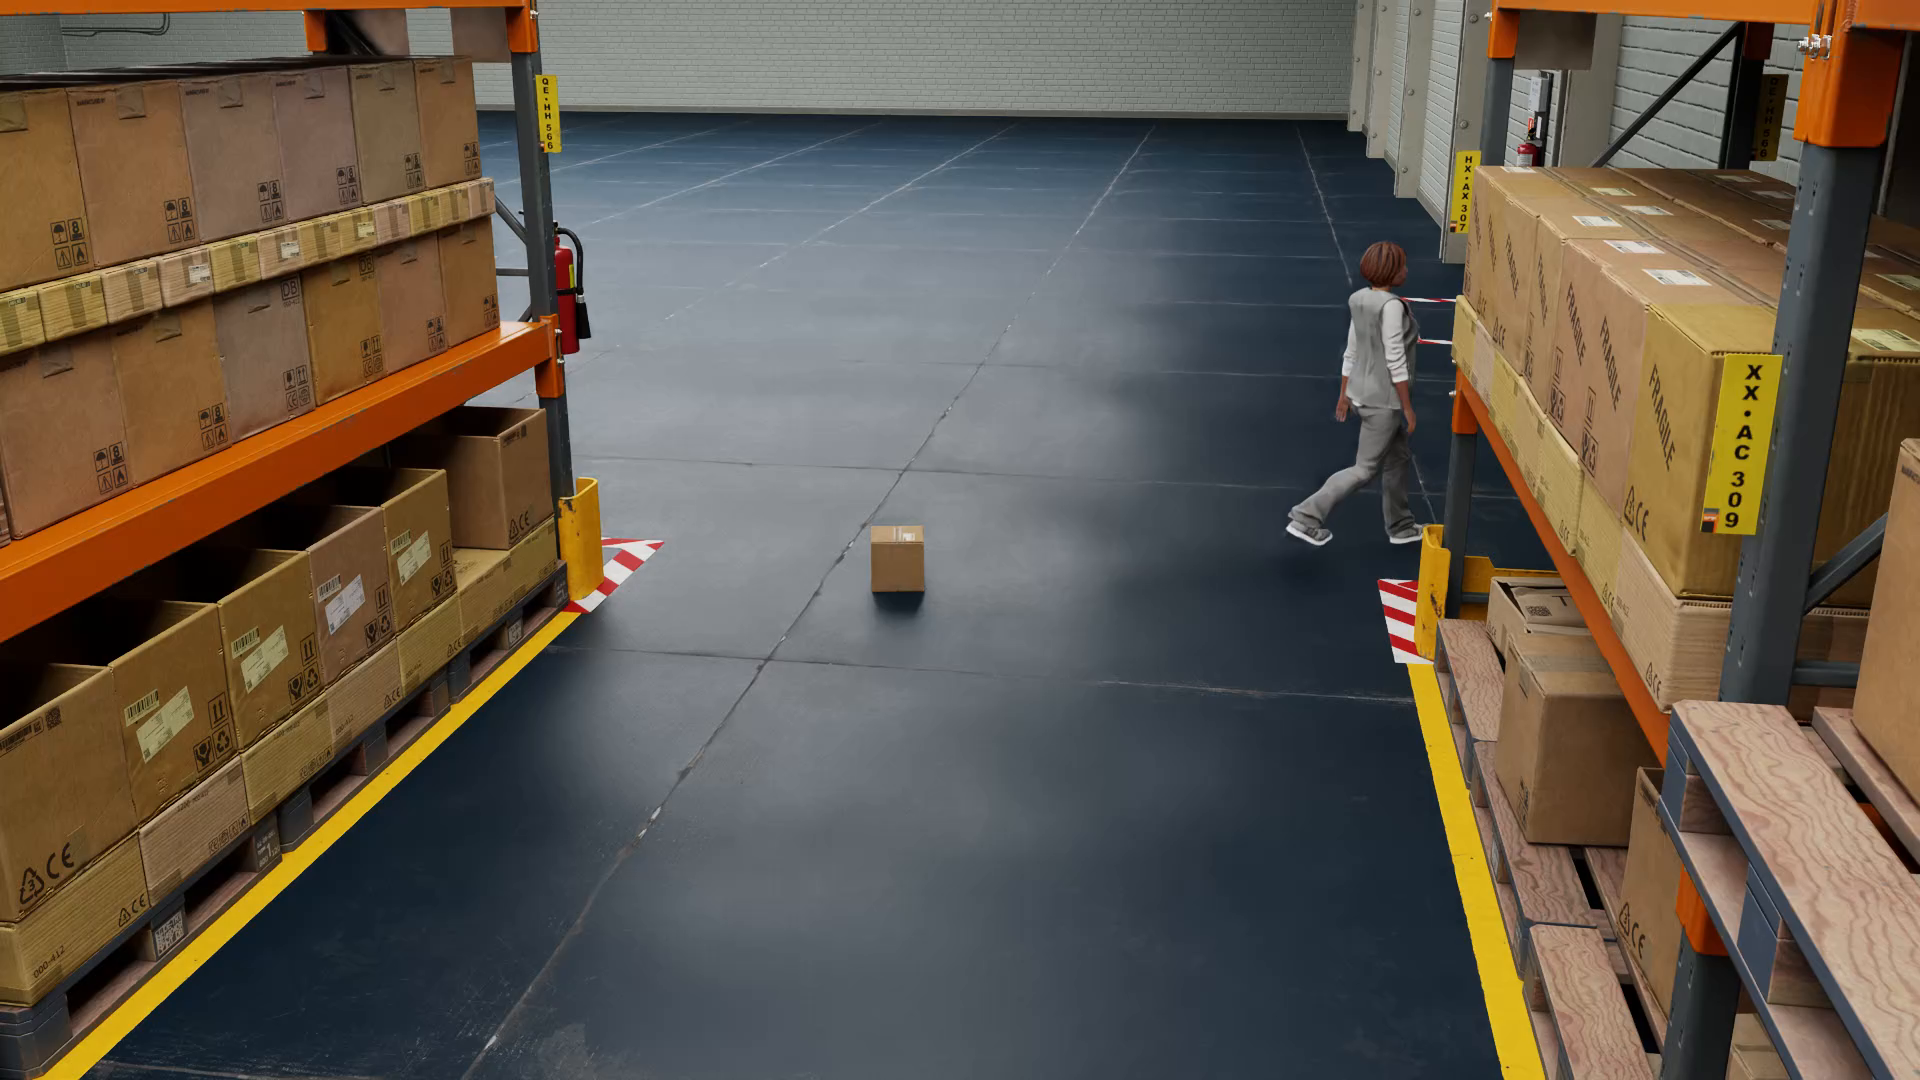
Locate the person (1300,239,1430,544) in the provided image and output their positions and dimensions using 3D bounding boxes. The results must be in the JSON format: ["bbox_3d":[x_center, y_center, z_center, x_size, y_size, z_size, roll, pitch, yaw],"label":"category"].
[{"bbox_3d":[2.075,-0.694,8.158,0.821,1.558,0.442,-4,19,-11],"label":"person"}]
